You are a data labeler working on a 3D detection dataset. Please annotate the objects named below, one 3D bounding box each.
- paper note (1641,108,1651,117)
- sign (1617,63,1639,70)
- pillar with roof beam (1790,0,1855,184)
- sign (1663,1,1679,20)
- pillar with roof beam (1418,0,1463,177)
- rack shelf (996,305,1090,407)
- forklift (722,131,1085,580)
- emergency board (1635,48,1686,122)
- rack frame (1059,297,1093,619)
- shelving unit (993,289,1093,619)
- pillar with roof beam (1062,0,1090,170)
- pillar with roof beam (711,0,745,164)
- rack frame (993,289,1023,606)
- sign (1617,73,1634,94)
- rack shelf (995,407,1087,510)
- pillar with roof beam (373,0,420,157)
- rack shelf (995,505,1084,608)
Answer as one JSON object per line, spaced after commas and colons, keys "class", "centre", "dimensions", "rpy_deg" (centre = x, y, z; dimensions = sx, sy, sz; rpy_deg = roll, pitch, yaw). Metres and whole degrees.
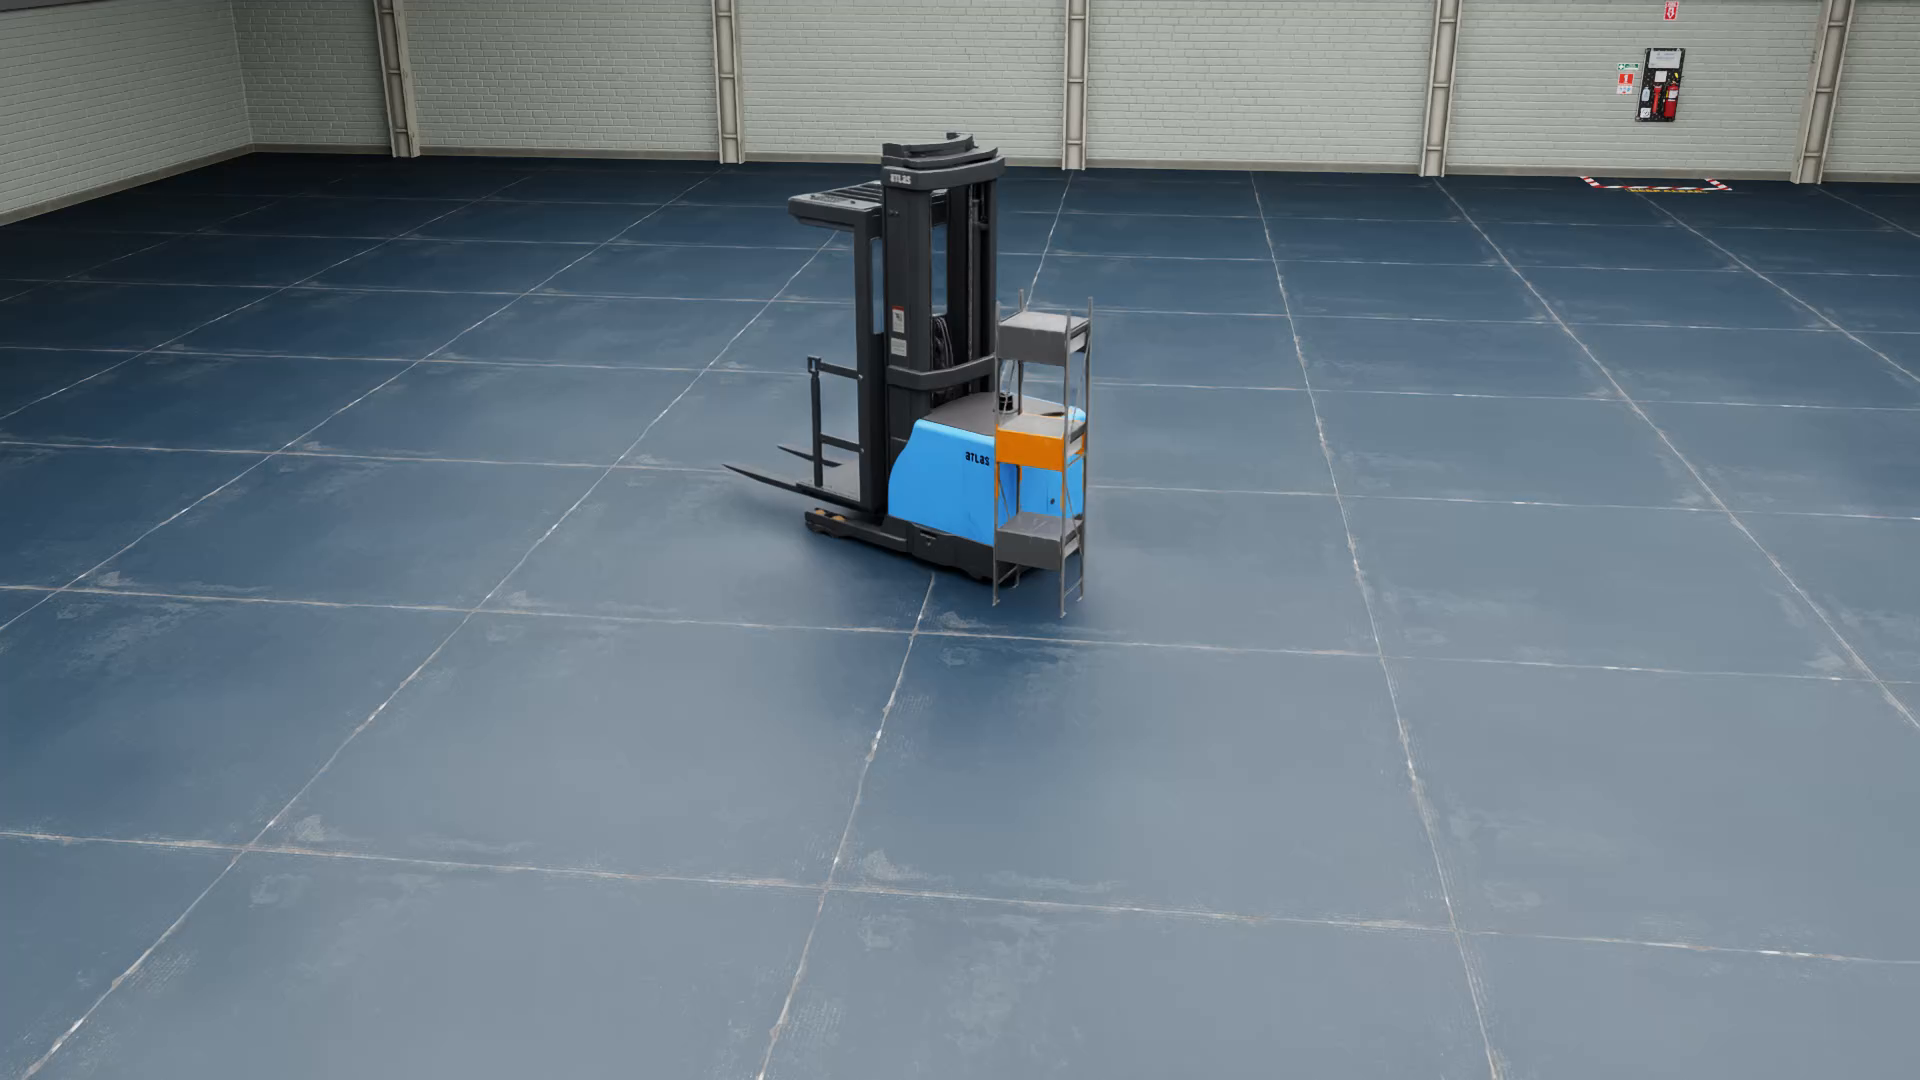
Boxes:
{"class": "paper note", "centre": [11.257, -7.016, 27.304], "dimensions": [0.142, 0.148, 0.016], "rpy_deg": [2, 22, 6]}
{"class": "sign", "centre": [10.892, -7.714, 27.102], "dimensions": [0.331, 0.109, 0.001], "rpy_deg": [2, 22, 6]}
{"class": "pillar with roof beam", "centre": [13.368, -8.490, 21.674], "dimensions": [0.400, 9.000, 9.100], "rpy_deg": [2, 22, 6]}
{"class": "sign", "centre": [11.429, -8.507, 26.725], "dimensions": [0.199, 0.298, 0.001], "rpy_deg": [2, 22, 6]}
{"class": "pillar with roof beam", "centre": [7.410, -8.749, 22.331], "dimensions": [0.400, 9.000, 9.100], "rpy_deg": [2, 22, 6]}
{"class": "rack shelf", "centre": [0.540, -1.195, 10.739], "dimensions": [0.480, 0.518, 0.431], "rpy_deg": [10, 24, 24]}
{"class": "forklift", "centre": [-0.541, -1.510, 12.274], "dimensions": [3.031, 2.935, 1.130], "rpy_deg": [17, 27, 36]}
{"class": "emergency board", "centre": [11.425, -7.393, 27.059], "dimensions": [0.643, 1.169, 0.194], "rpy_deg": [2, 22, 6]}
{"class": "rack frame", "centre": [0.759, -0.517, 10.892], "dimensions": [0.015, 2.100, 0.400], "rpy_deg": [10, 24, 24]}
{"class": "shelving unit", "centre": [0.540, -0.556, 10.991], "dimensions": [0.503, 2.100, 0.431], "rpy_deg": [10, 24, 24]}
{"class": "pillar with roof beam", "centre": [1.451, -9.009, 22.988], "dimensions": [0.400, 9.000, 9.100], "rpy_deg": [2, 22, 6]}
{"class": "pillar with roof beam", "centre": [-4.507, -9.269, 23.644], "dimensions": [0.400, 9.000, 9.100], "rpy_deg": [2, 22, 6]}
{"class": "rack frame", "centre": [0.320, -0.596, 11.090], "dimensions": [0.015, 2.100, 0.400], "rpy_deg": [10, 24, 24]}
{"class": "sign", "centre": [10.888, -7.471, 27.208], "dimensions": [0.234, 0.329, 0.001], "rpy_deg": [2, 22, 6]}
{"class": "rack shelf", "centre": [0.540, -0.544, 10.996], "dimensions": [0.480, 0.518, 0.431], "rpy_deg": [10, 24, 24]}
{"class": "pillar with roof beam", "centre": [-10.465, -9.528, 24.301], "dimensions": [0.400, 9.000, 9.100], "rpy_deg": [2, 22, 6]}
{"class": "rack shelf", "centre": [0.540, 0.107, 11.253], "dimensions": [0.480, 0.518, 0.431], "rpy_deg": [10, 24, 24]}
